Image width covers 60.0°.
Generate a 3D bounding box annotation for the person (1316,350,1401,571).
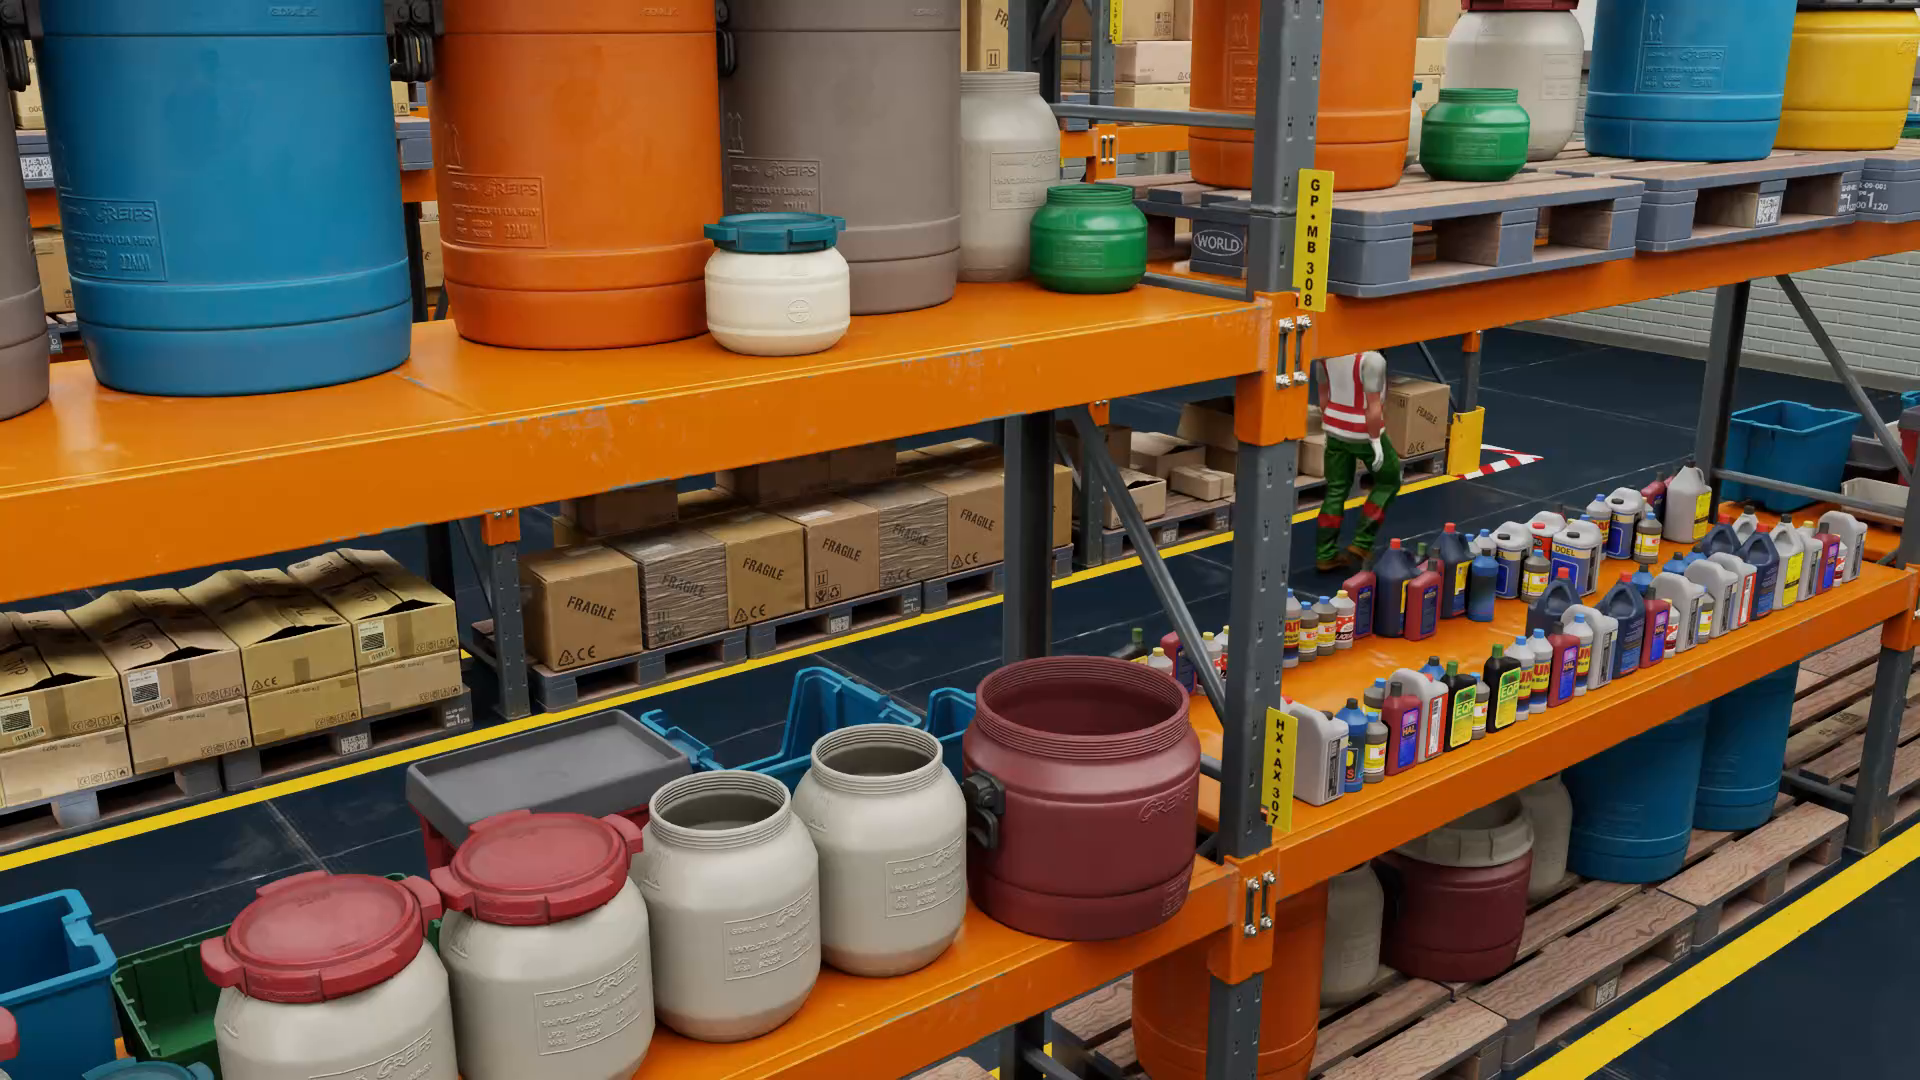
[{"bbox_3d":[2.539,-0.658,10.585,0.491,1.825,0.589,-13,22,-36],"label":"person"}]
